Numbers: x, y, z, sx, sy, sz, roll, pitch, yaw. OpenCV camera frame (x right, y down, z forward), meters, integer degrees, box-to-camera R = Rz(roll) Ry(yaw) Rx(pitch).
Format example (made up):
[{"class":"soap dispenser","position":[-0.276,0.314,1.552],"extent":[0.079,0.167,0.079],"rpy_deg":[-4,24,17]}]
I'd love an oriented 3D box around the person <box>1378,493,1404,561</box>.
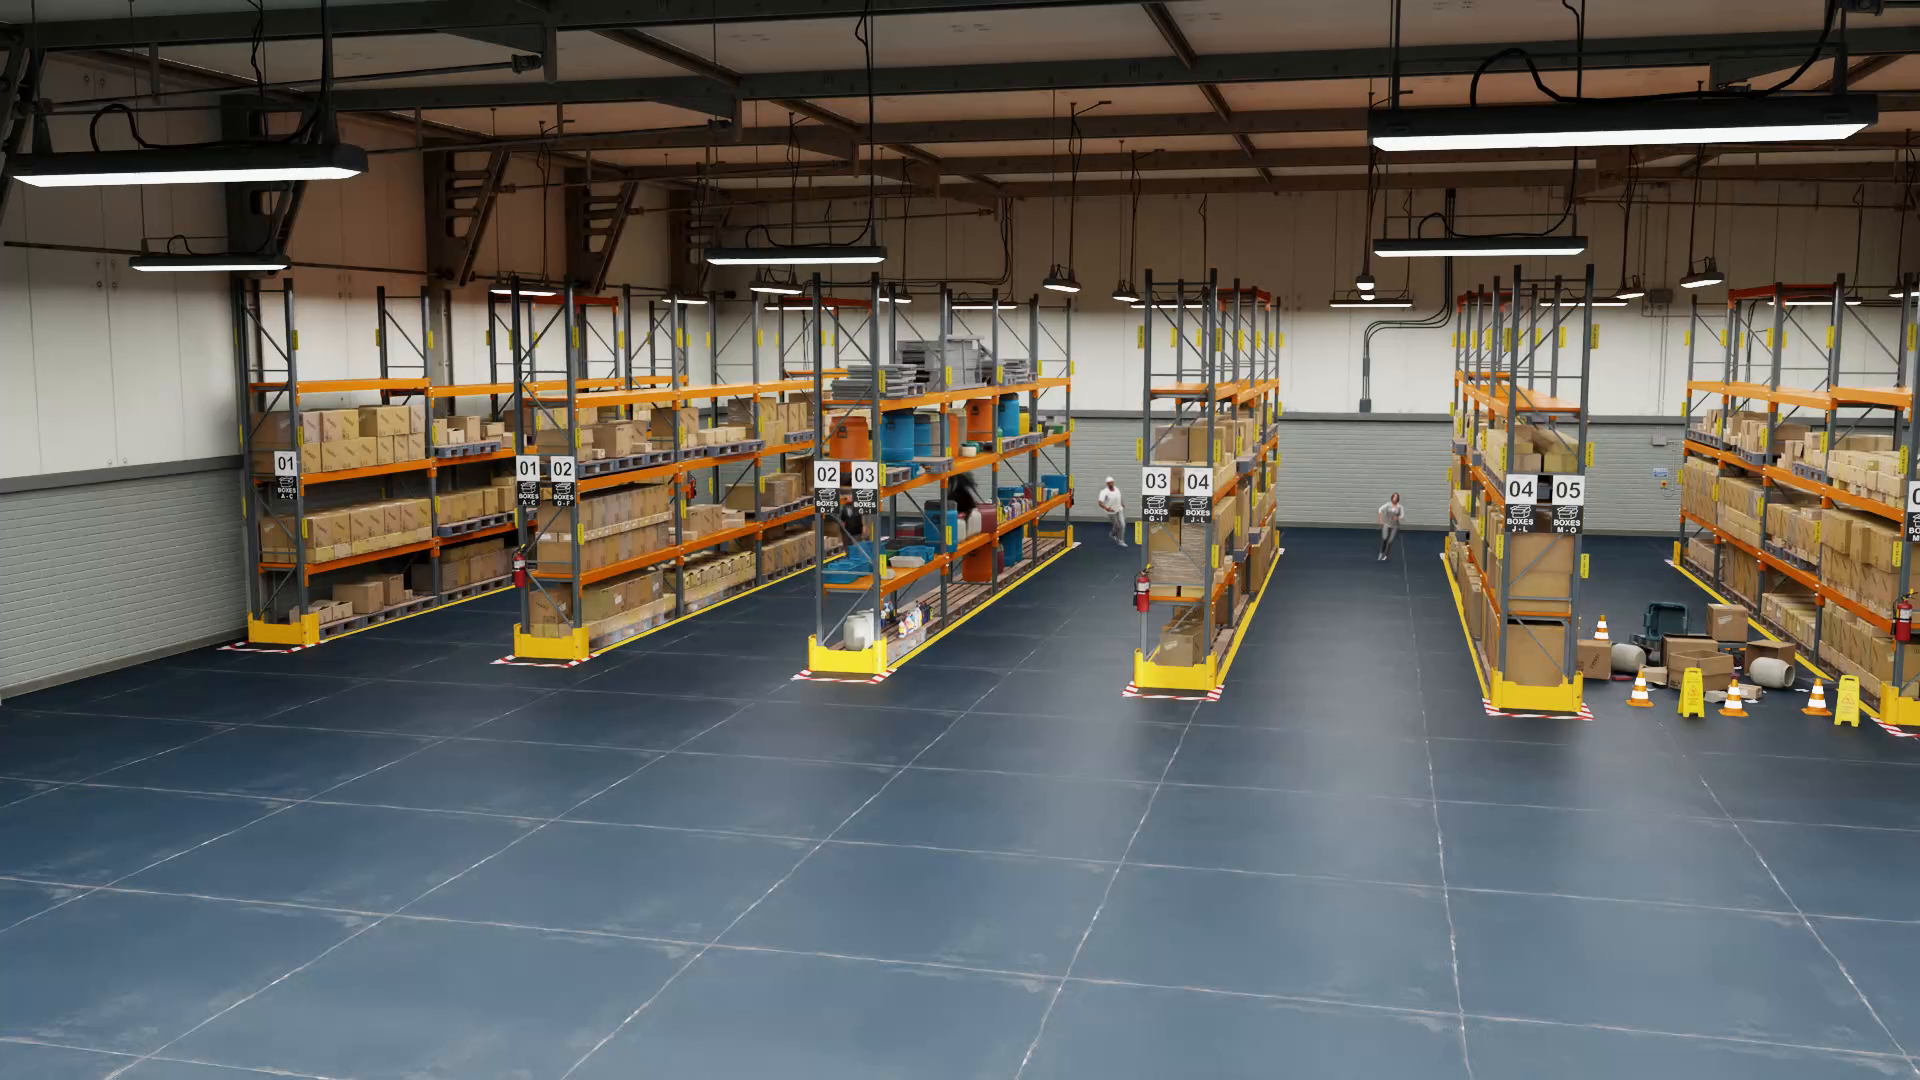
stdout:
[{"class":"person","position":[9.785,-0.291,37.730],"extent":[0.548,1.564,0.560],"rpy_deg":[1,7,9]}]

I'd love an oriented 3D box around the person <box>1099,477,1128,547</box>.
[{"class":"person","position":[3.719,-0.694,40.535],"extent":[0.733,1.706,0.634],"rpy_deg":[-4,8,-28]}]

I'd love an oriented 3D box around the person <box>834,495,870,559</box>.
[{"class":"person","position":[-2.136,-0.068,32.746],"extent":[0.676,1.771,0.808],"rpy_deg":[1,7,8]}]
